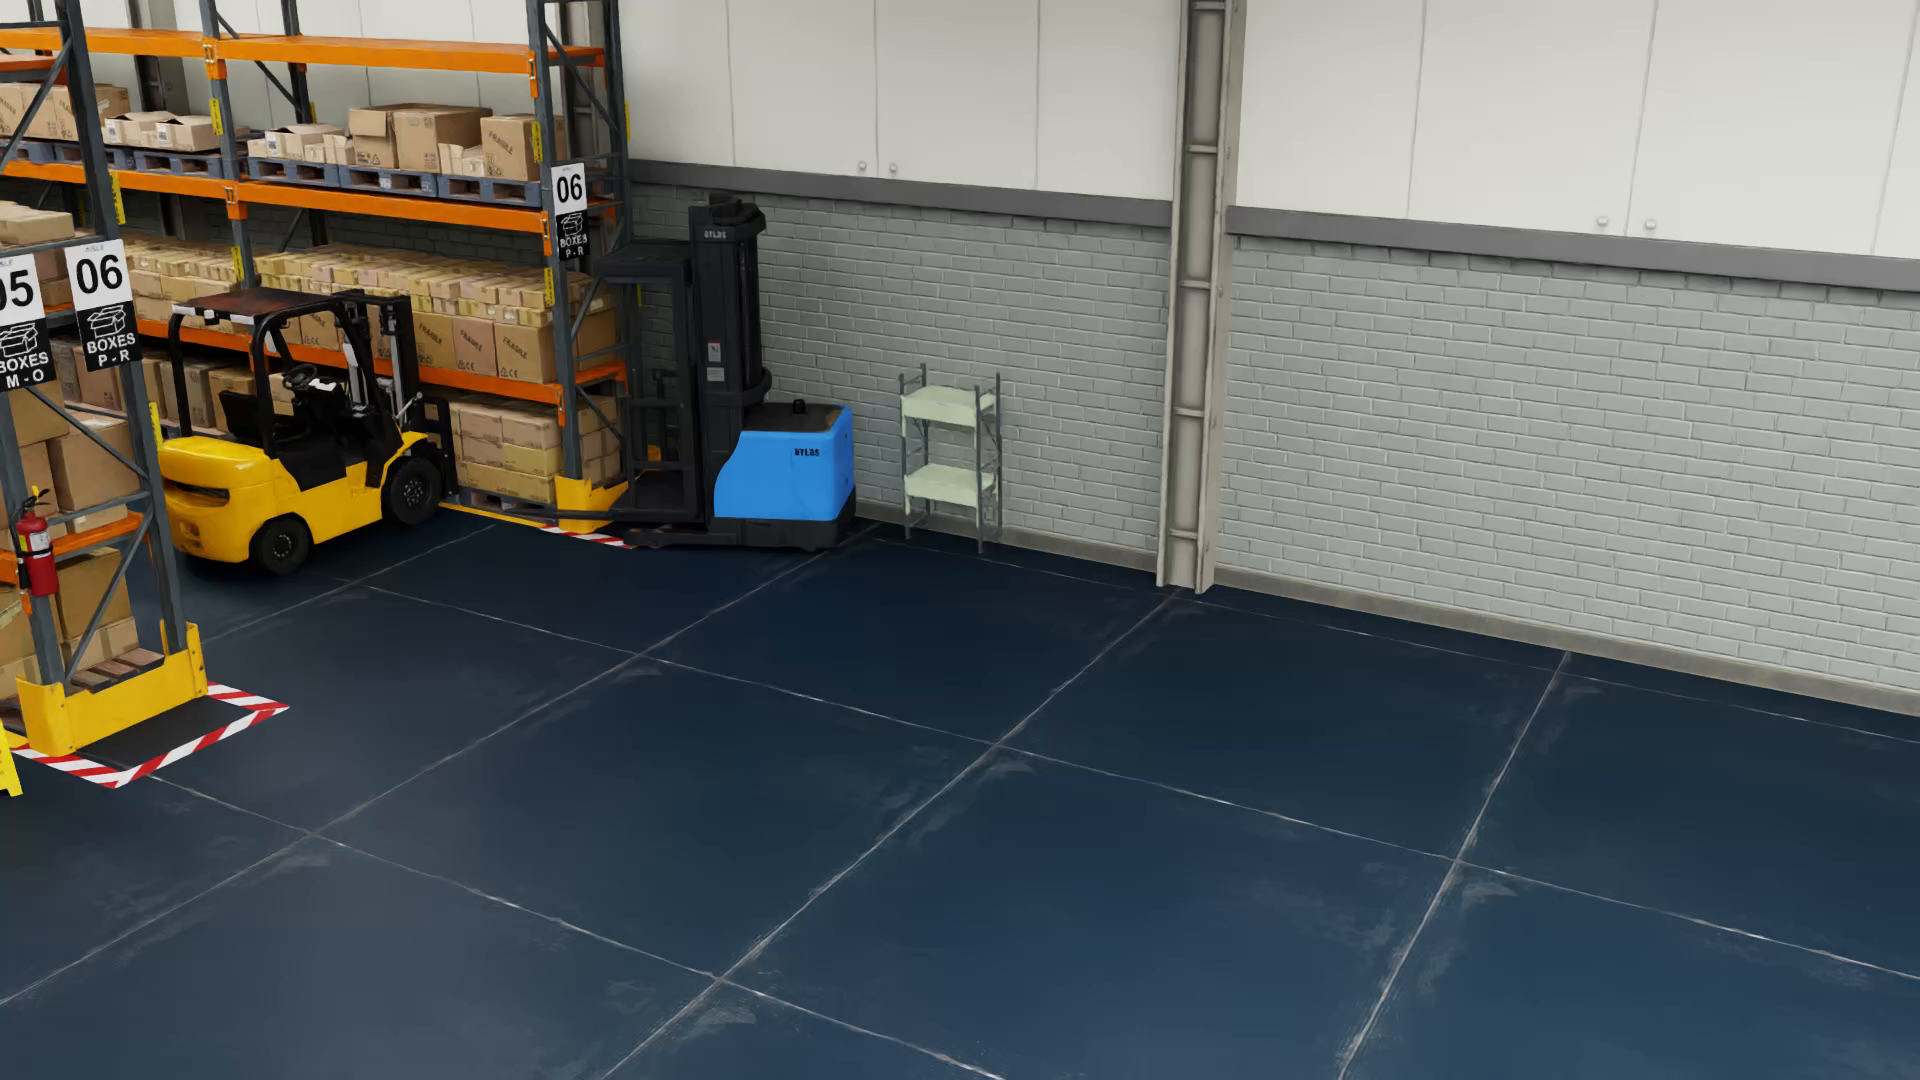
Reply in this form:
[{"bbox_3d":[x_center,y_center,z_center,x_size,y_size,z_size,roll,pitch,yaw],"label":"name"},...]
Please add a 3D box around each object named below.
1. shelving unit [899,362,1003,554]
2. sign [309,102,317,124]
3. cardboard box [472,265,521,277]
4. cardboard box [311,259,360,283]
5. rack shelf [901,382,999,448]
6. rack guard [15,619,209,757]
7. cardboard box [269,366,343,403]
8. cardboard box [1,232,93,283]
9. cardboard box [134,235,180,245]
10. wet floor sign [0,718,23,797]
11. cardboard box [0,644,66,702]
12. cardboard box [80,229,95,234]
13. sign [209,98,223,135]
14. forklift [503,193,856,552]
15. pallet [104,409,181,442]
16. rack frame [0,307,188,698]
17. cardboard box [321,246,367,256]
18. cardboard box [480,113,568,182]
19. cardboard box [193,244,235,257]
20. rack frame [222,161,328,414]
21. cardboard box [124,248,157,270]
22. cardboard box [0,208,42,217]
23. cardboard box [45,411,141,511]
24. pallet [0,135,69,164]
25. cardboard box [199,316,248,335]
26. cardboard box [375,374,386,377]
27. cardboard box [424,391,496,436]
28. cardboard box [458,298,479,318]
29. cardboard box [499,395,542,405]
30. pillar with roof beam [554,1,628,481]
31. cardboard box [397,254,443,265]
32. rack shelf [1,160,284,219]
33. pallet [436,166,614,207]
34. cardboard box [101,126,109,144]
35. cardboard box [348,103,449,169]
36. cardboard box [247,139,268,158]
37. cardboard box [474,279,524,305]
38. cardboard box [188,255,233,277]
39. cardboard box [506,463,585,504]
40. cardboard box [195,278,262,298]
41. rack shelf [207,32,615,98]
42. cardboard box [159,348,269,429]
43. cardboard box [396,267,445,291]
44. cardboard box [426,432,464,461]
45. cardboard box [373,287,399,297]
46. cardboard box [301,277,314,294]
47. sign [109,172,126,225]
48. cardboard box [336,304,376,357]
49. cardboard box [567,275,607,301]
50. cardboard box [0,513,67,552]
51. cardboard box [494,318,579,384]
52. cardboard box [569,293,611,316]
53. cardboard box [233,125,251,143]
[{"bbox_3d":[-0.070,-0.704,14.260,0.755,1.500,0.431,11,26,27],"label":"shelving unit"},{"bbox_3d":[-6.441,-4.184,16.525,0.005,0.325,0.100,11,23,27],"label":"sign"},{"bbox_3d":[-4.308,-2.449,15.482,0.250,0.149,0.380,12,23,29],"label":"cardboard box"},{"bbox_3d":[-5.903,-2.549,15.756,0.250,0.149,0.380,11,23,28],"label":"cardboard box"},{"bbox_3d":[-0.080,-1.065,14.111,0.720,0.370,0.431,11,26,27],"label":"rack shelf"},{"bbox_3d":[-5.702,0.978,11.234,0.348,0.500,1.175,11,23,27],"label":"rack guard"},{"bbox_3d":[-6.441,-1.529,16.429,0.500,0.250,0.500,10,22,26],"label":"cardboard box"},{"bbox_3d":[-5.945,-1.827,10.685,0.500,0.250,0.500,10,22,26],"label":"cardboard box"},{"bbox_3d":[-8.643,-3.177,17.923,0.250,0.149,0.380,10,22,26],"label":"cardboard box"},{"bbox_3d":[-5.992,1.272,10.209,0.267,0.644,0.232,-16,26,-38],"label":"wet floor sign"},{"bbox_3d":[-6.494,0.852,11.331,0.500,0.250,0.500,11,23,27],"label":"cardboard box"},{"bbox_3d":[-9.537,-3.341,18.377,0.250,0.149,0.380,11,23,29],"label":"cardboard box"},{"bbox_3d":[-6.966,-3.966,15.579,0.005,0.325,0.100,11,23,27],"label":"sign"},{"bbox_3d":[-2.502,-1.476,14.434,3.031,2.935,1.130,2,20,6],"label":"forklift"},{"bbox_3d":[-8.442,-1.331,18.022,1.213,0.211,1.003,11,23,27],"label":"pallet"},{"bbox_3d":[-5.636,-0.185,10.773,0.127,3.000,1.000,11,23,27],"label":"rack frame"},{"bbox_3d":[-6.085,-2.803,16.456,0.250,0.149,0.380,10,22,26],"label":"cardboard box"},{"bbox_3d":[-3.723,-3.365,14.234,0.500,0.500,0.500,12,23,29],"label":"cardboard box"},{"bbox_3d":[-7.777,-2.990,17.408,0.250,0.149,0.380,11,23,27],"label":"cardboard box"},{"bbox_3d":[-6.710,-2.328,16.682,0.127,3.000,1.000,11,23,27],"label":"rack frame"},{"bbox_3d":[-8.516,-2.895,17.148,0.250,0.149,0.380,10,22,26],"label":"cardboard box"},{"bbox_3d":[-6.074,-2.008,10.601,0.250,0.149,0.380,11,23,27],"label":"cardboard box"},{"bbox_3d":[-5.914,-0.533,11.150,0.500,0.500,0.500,10,22,26],"label":"cardboard box"},{"bbox_3d":[-9.566,-4.228,17.799,1.003,0.211,1.213,12,23,30],"label":"pallet"},{"bbox_3d":[-7.278,-2.263,16.724,0.500,0.250,0.500,11,23,29],"label":"cardboard box"},{"bbox_3d":[-5.737,-1.599,16.622,0.500,0.250,0.500,10,22,27],"label":"cardboard box"},{"bbox_3d":[-4.666,-1.186,15.482,0.500,0.250,0.500,11,23,28],"label":"cardboard box"},{"bbox_3d":[-4.303,-2.129,15.034,0.250,0.149,0.380,11,22,27],"label":"cardboard box"},{"bbox_3d":[-3.983,-1.256,15.677,0.500,0.250,0.500,11,23,27],"label":"cardboard box"},{"bbox_3d":[-5.486,-3.586,11.351,0.400,9.000,9.100,11,23,27],"label":"pillar with roof beam"},{"bbox_3d":[-5.182,-2.634,15.992,0.250,0.149,0.380,11,22,27],"label":"cardboard box"},{"bbox_3d":[-8.456,-3.733,17.210,4.000,0.370,1.077,11,23,27],"label":"rack shelf"},{"bbox_3d":[-3.823,-3.157,14.697,1.213,0.211,1.003,11,23,27],"label":"pallet"},{"bbox_3d":[-8.492,-4.085,16.733,0.250,0.149,0.380,10,22,27],"label":"cardboard box"},{"bbox_3d":[-5.061,-3.676,15.084,0.637,0.503,0.797,12,23,29],"label":"cardboard box"},{"bbox_3d":[-6.467,-3.699,15.670,0.250,0.149,0.380,11,23,28],"label":"cardboard box"},{"bbox_3d":[-4.106,-2.219,14.846,0.250,0.149,0.380,11,23,28],"label":"cardboard box"},{"bbox_3d":[-7.539,-2.765,16.787,0.250,0.149,0.380,11,23,27],"label":"cardboard box"},{"bbox_3d":[-3.782,-0.552,15.201,0.500,0.250,0.500,11,23,28],"label":"cardboard box"},{"bbox_3d":[-7.264,-2.498,16.638,0.500,0.250,0.500,10,22,26],"label":"cardboard box"},{"bbox_3d":[-4.964,-4.289,14.933,4.000,0.370,1.077,11,23,27],"label":"rack shelf"},{"bbox_3d":[-7.845,-1.624,17.607,0.625,0.625,0.875,11,22,27],"label":"cardboard box"},{"bbox_3d":[-4.976,-2.405,15.359,0.250,0.149,0.380,11,23,28],"label":"cardboard box"},{"bbox_3d":[-4.689,-0.957,15.585,0.500,0.250,0.500,10,22,26],"label":"cardboard box"},{"bbox_3d":[-5.220,-2.286,15.467,0.250,0.149,0.380,10,22,26],"label":"cardboard box"},{"bbox_3d":[-6.092,-2.471,15.978,0.250,0.149,0.380,11,23,27],"label":"cardboard box"},{"bbox_3d":[-5.371,-2.167,10.558,0.005,0.325,0.100,11,23,27],"label":"sign"},{"bbox_3d":[-5.545,-2.058,15.791,0.500,0.500,0.500,11,22,27],"label":"cardboard box"},{"bbox_3d":[-3.407,-2.274,14.999,0.250,0.149,0.380,10,22,26],"label":"cardboard box"},{"bbox_3d":[-6.066,-0.065,10.811,0.250,0.149,0.380,12,23,29],"label":"cardboard box"},{"bbox_3d":[-3.776,-1.714,14.841,0.500,0.500,0.500,10,22,26],"label":"cardboard box"},{"bbox_3d":[-3.388,-2.148,15.089,0.250,0.149,0.380,10,22,26],"label":"cardboard box"},{"bbox_3d":[-7.355,-4.064,16.675,0.250,0.149,0.380,11,23,27],"label":"cardboard box"}]
